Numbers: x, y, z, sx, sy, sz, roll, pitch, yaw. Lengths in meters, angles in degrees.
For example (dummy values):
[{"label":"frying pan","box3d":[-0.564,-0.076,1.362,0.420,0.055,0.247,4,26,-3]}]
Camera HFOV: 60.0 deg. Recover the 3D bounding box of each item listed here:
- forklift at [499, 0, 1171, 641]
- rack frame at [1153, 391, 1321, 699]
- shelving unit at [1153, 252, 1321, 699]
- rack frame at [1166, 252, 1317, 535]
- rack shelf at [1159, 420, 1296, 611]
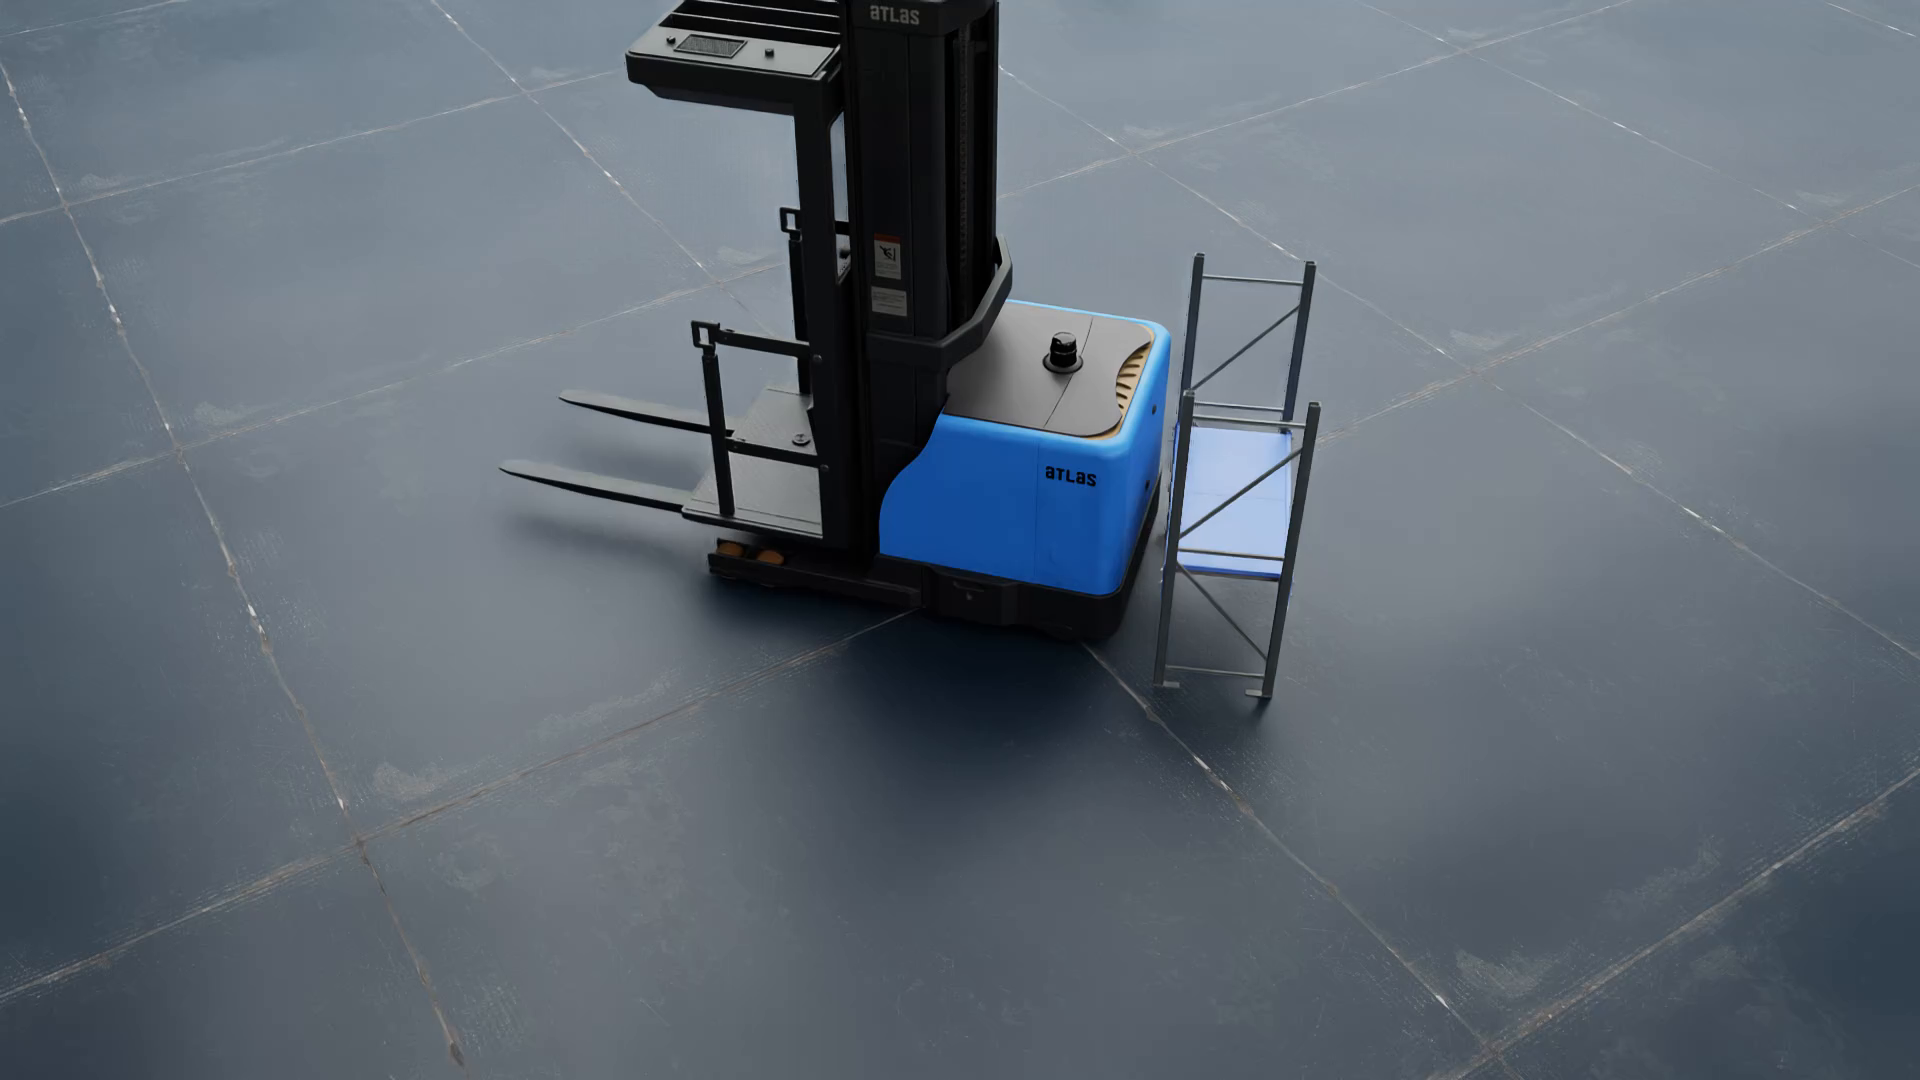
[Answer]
[{"label":"forklift","box3d":[-0.638,-1.224,6.990,3.031,2.935,1.130,11,41,13]},{"label":"rack frame","box3d":[1.070,0.059,6.568,0.500,1.500,0.032,5,40,6]},{"label":"shelving unit","box3d":[1.144,-0.263,6.954,0.538,1.500,1.048,5,40,6]},{"label":"rack frame","box3d":[1.219,-0.585,7.341,0.500,1.500,0.032,5,40,6]},{"label":"rack shelf","box3d":[1.144,-0.125,7.070,0.538,0.185,1.000,5,40,6]}]
